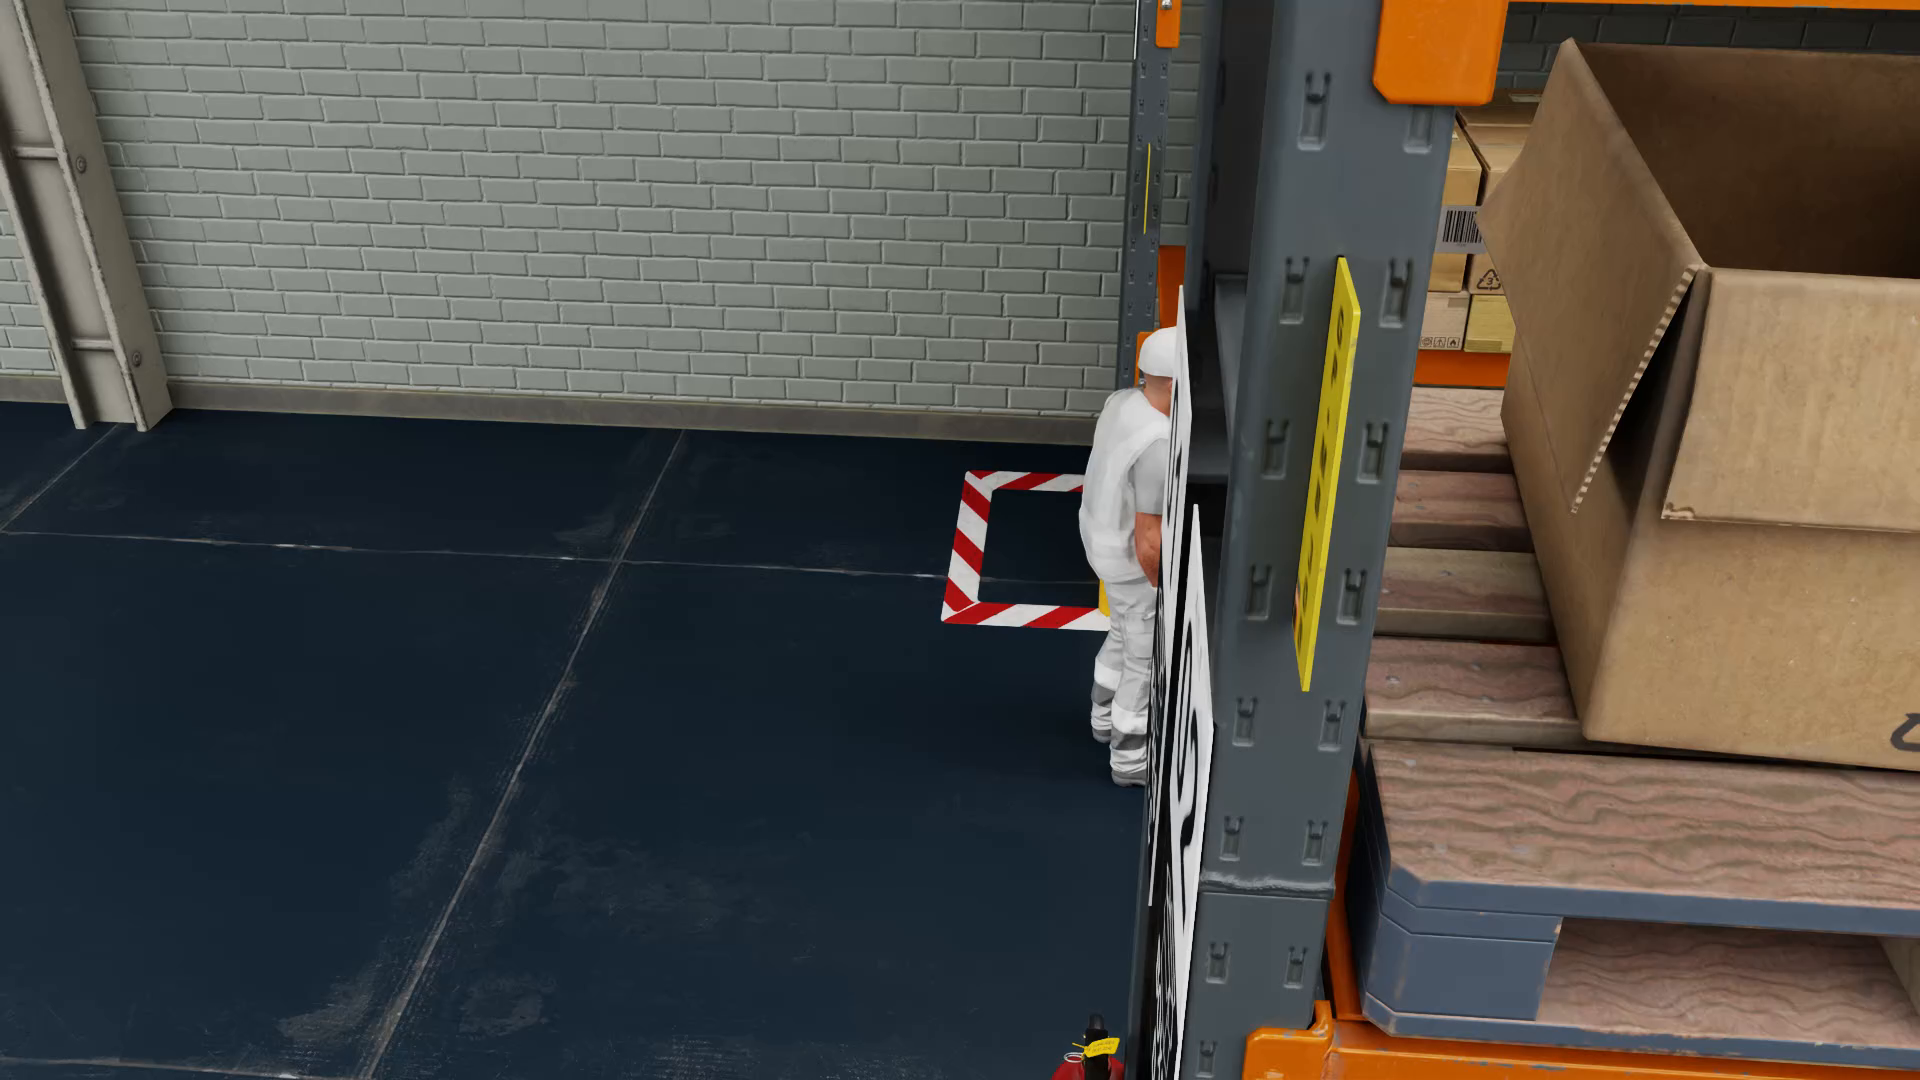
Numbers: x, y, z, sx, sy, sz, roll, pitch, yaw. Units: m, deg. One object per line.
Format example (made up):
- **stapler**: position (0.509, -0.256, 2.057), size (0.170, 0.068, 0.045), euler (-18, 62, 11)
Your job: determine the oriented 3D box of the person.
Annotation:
- **person**: position (0.664, 0.065, 6.016), size (0.448, 1.779, 0.609), euler (-4, 32, -7)
